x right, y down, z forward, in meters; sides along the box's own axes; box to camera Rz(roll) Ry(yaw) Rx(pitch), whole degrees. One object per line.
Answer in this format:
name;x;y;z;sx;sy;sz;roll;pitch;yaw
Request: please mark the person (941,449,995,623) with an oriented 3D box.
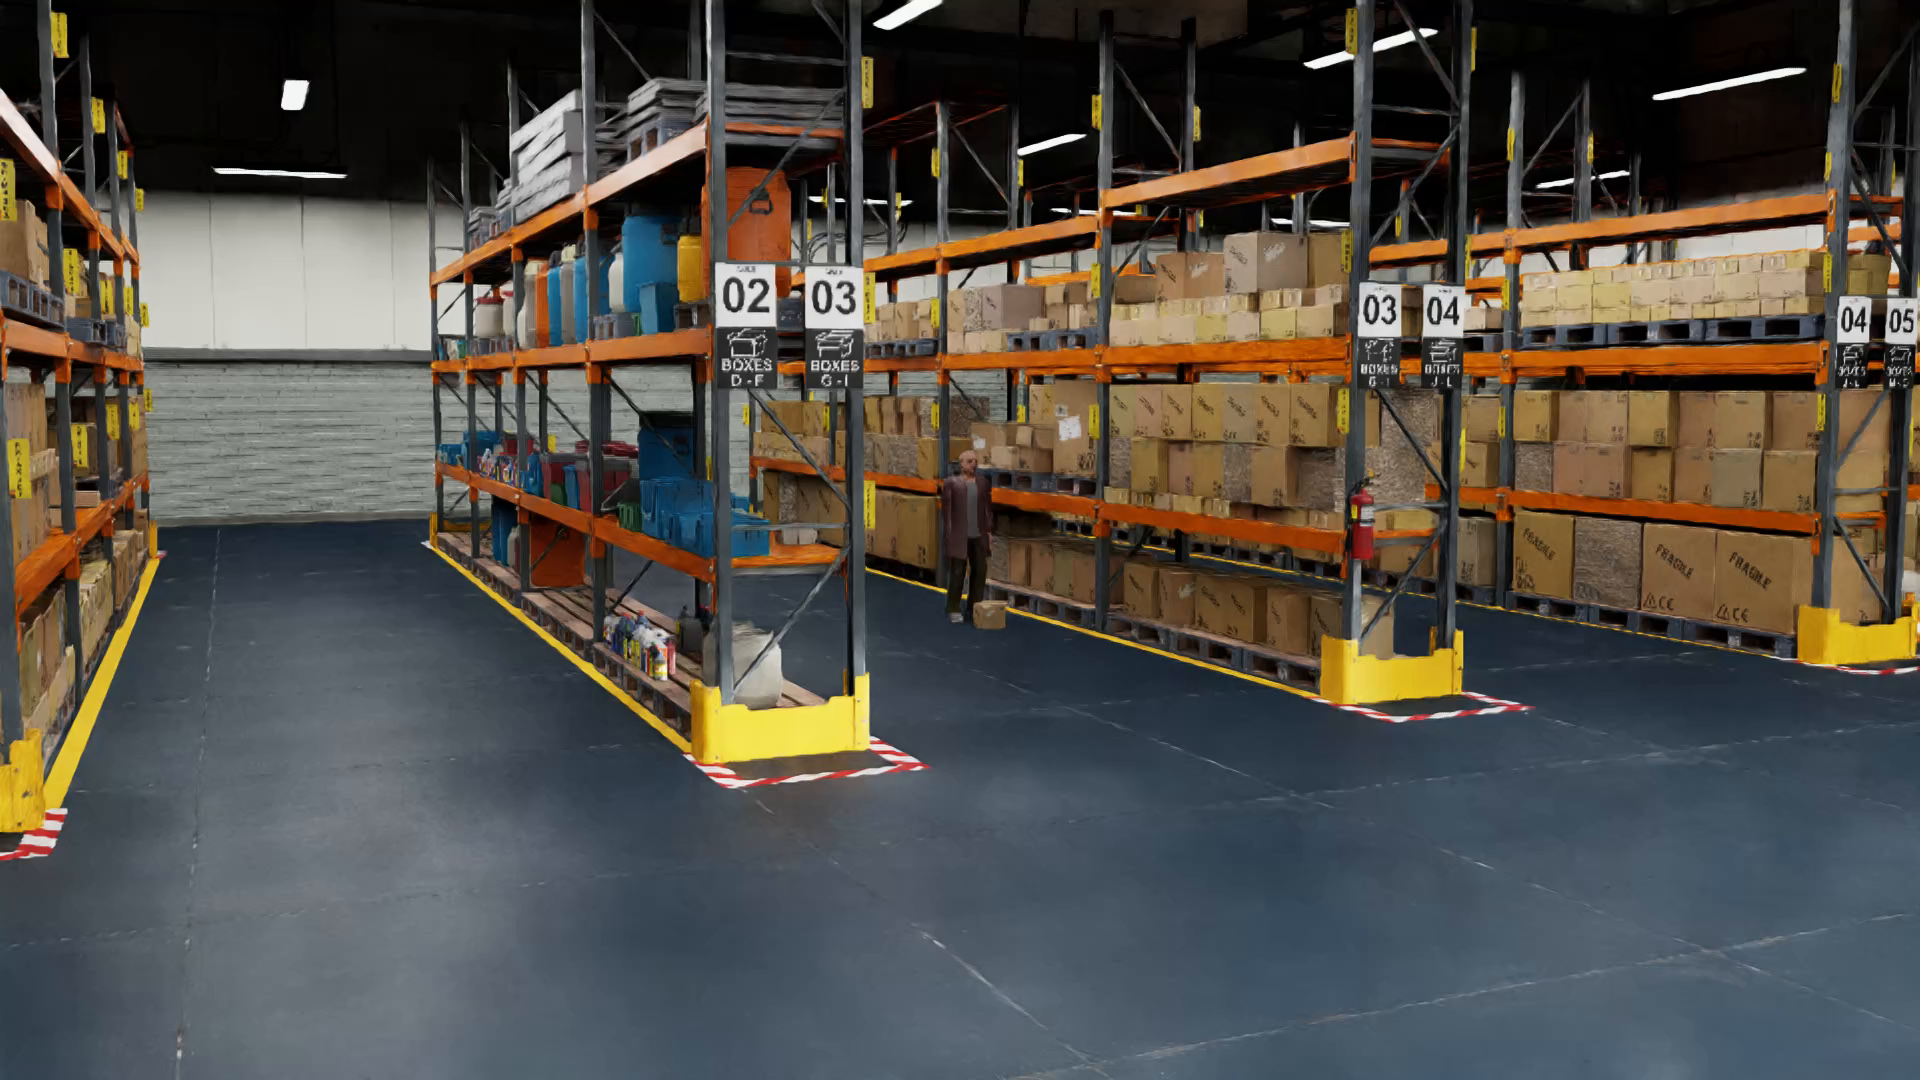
person;0.102;-0.046;17.196;0.566;1.776;0.386;-2;6;-22
